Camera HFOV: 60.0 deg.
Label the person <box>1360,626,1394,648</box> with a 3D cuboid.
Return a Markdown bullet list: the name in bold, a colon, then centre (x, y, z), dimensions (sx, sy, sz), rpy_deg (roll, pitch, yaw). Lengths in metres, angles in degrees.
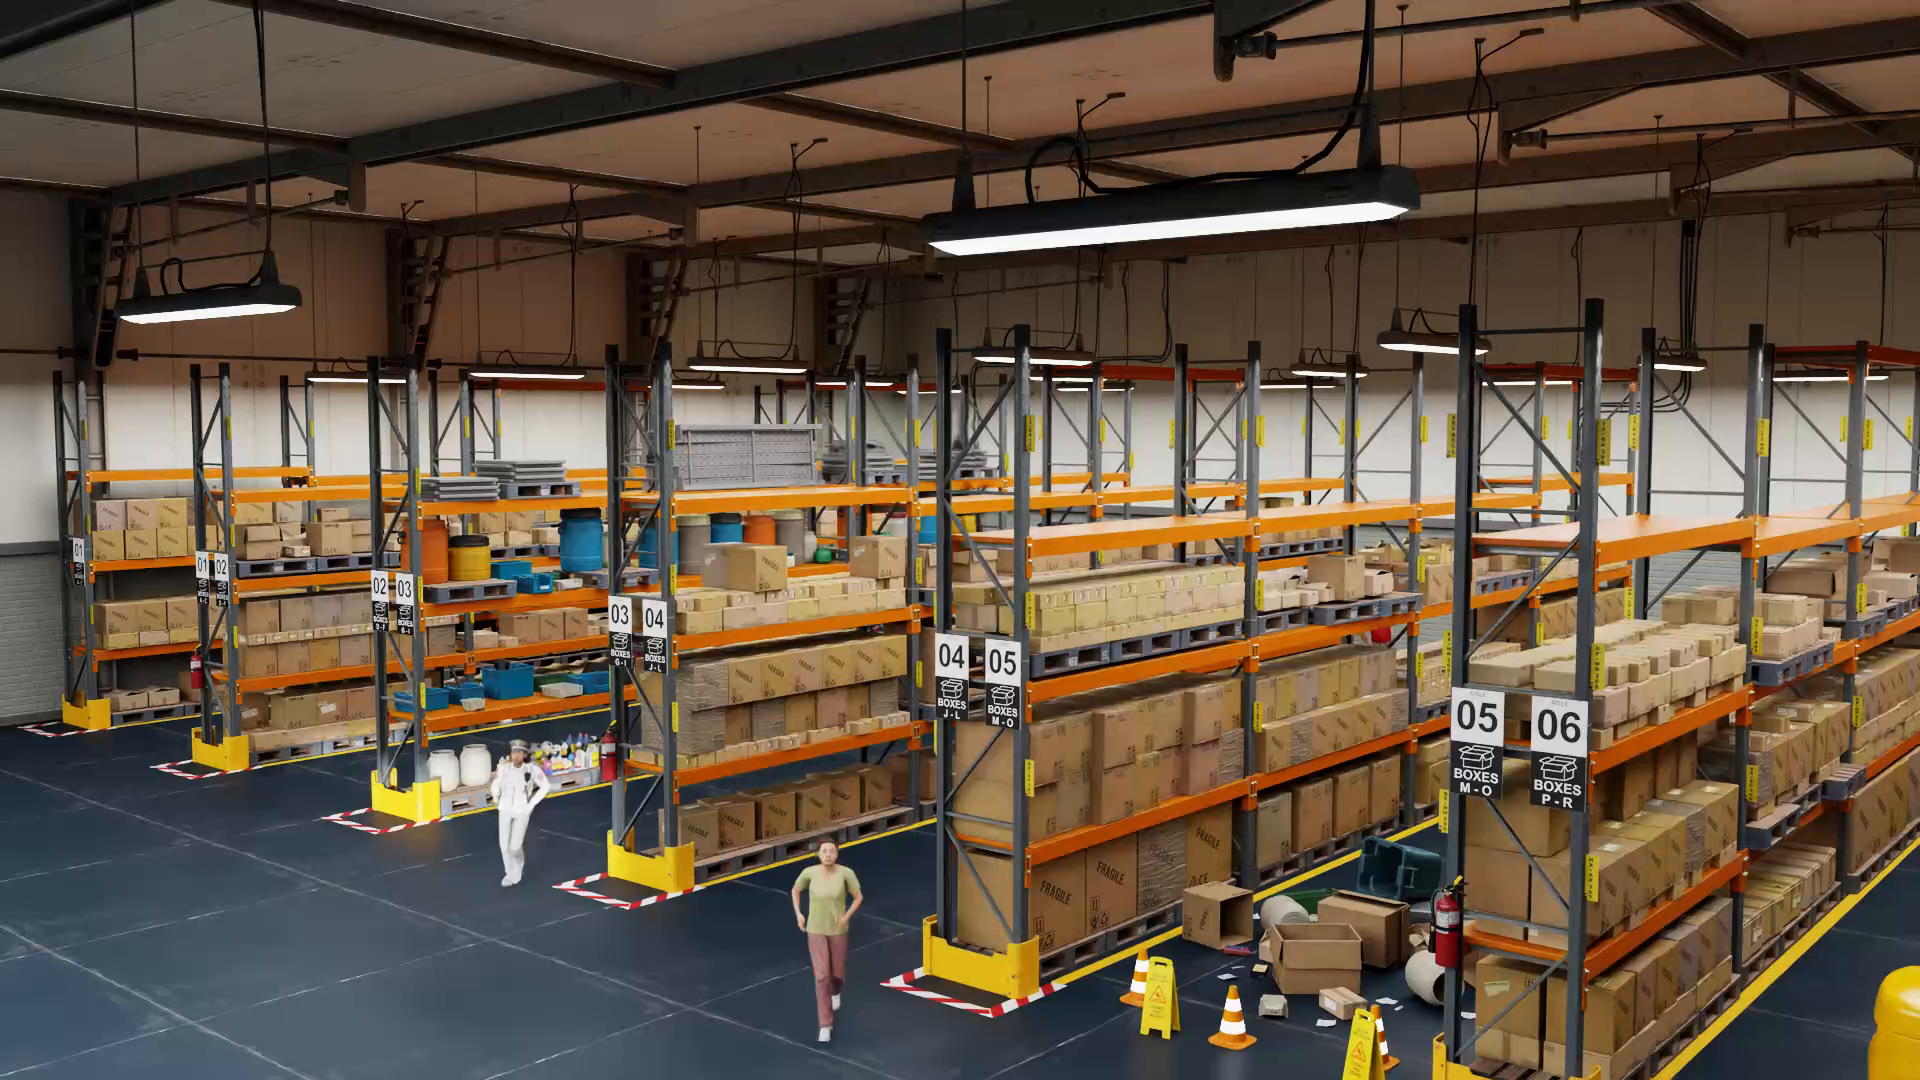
- **person**: centre (7.917, 2.053, 31.464), dimensions (0.704, 1.693, 0.764), rpy_deg (-2, 4, -23)

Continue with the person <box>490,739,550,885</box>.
- **person**: centre (-4.886, 3.012, 18.328), dimensions (0.626, 1.652, 0.589), rpy_deg (0, 4, 5)

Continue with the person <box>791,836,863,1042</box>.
- **person**: centre (-1.128, 3.326, 14.125), dimensions (0.604, 1.659, 0.762), rpy_deg (0, 4, -6)
